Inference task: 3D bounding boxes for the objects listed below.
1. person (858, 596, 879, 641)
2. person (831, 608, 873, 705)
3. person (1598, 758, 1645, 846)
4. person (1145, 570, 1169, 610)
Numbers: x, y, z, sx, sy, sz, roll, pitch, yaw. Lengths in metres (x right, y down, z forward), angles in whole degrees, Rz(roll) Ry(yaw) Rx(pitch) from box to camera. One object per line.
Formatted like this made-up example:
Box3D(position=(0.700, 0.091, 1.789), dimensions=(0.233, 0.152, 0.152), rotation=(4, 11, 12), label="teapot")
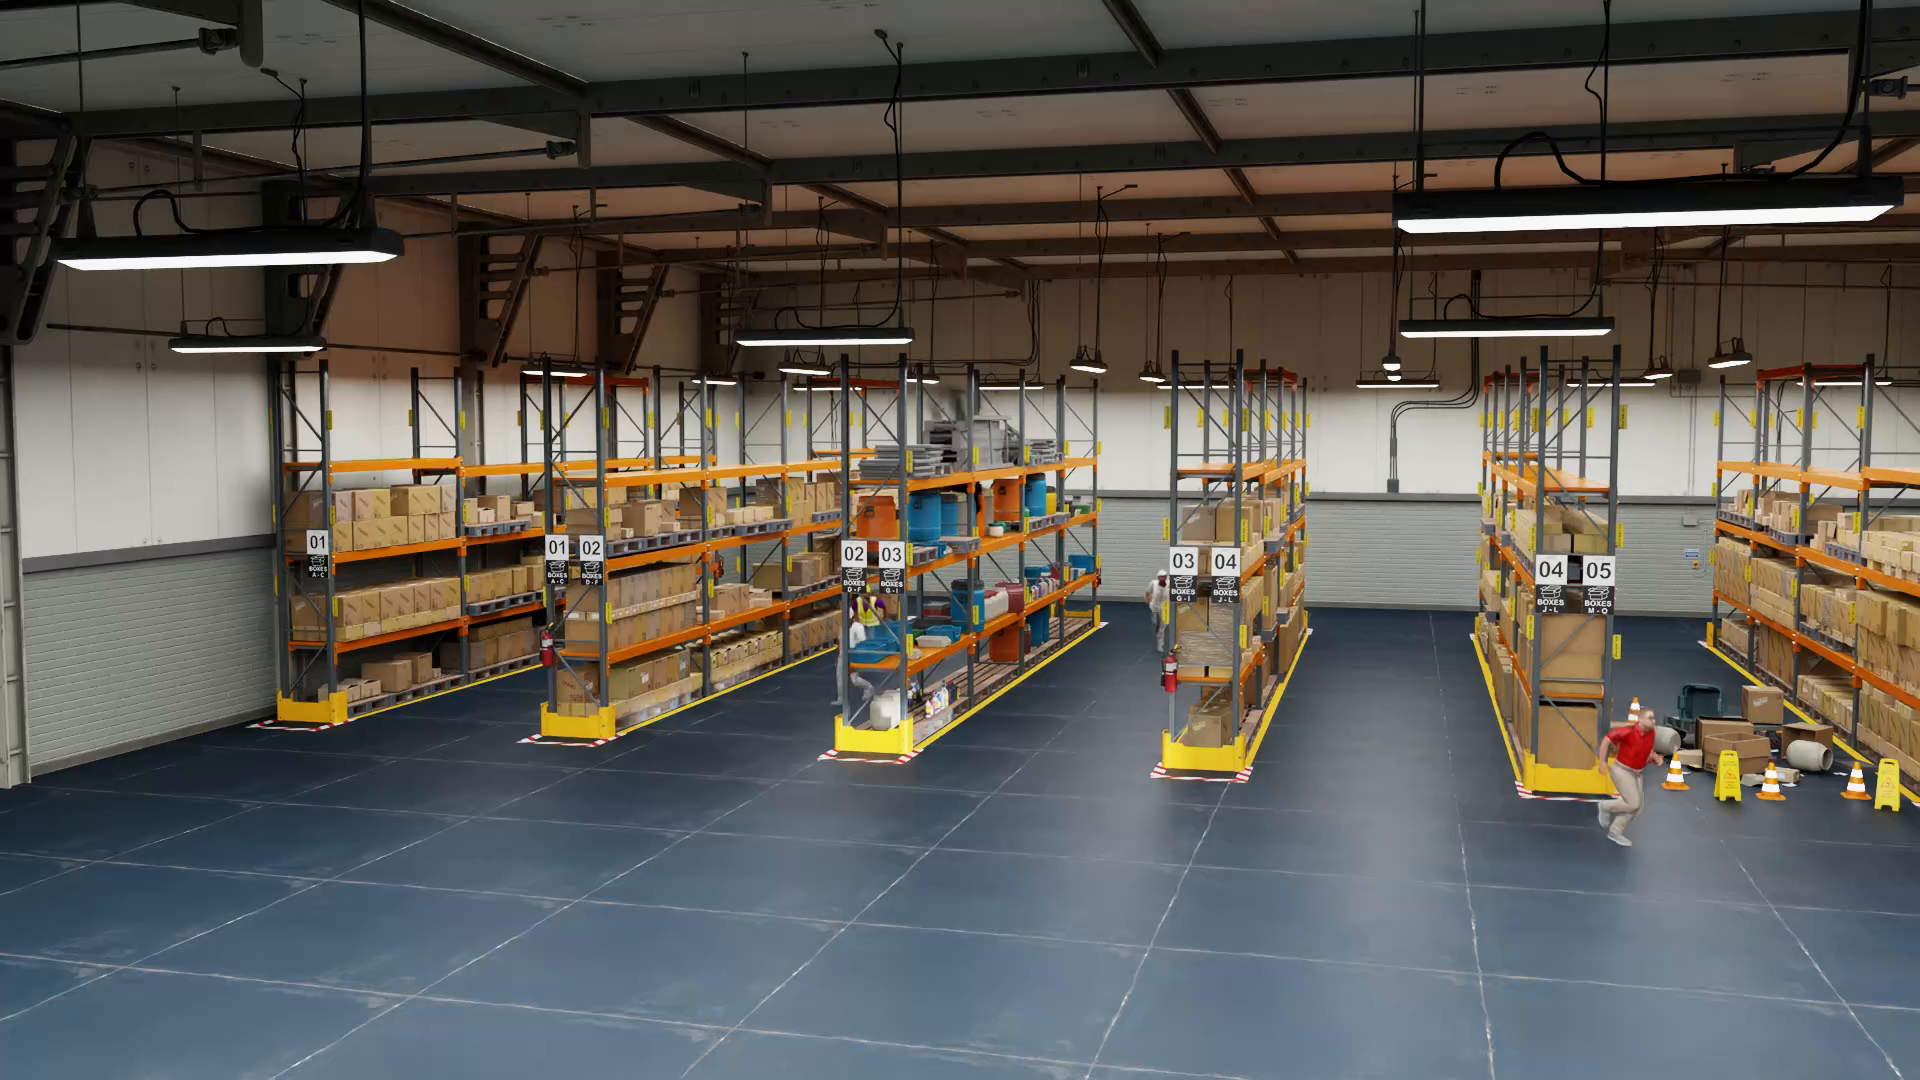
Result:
Box3D(position=(-1.854, 1.856, 33.800), dimensions=(0.434, 1.462, 0.588), rotation=(1, 4, 14), label="person")
Box3D(position=(-1.891, 2.028, 29.123), dimensions=(0.666, 1.735, 0.780), rotation=(4, 5, 41), label="person")
Box3D(position=(7.880, 3.083, 19.708), dimensions=(0.412, 1.042, 0.568), rotation=(-3, 5, -36), label="person")
Box3D(position=(4.379, 1.089, 36.250), dimensions=(0.681, 0.884, 0.492), rotation=(1, 4, 7), label="person")
